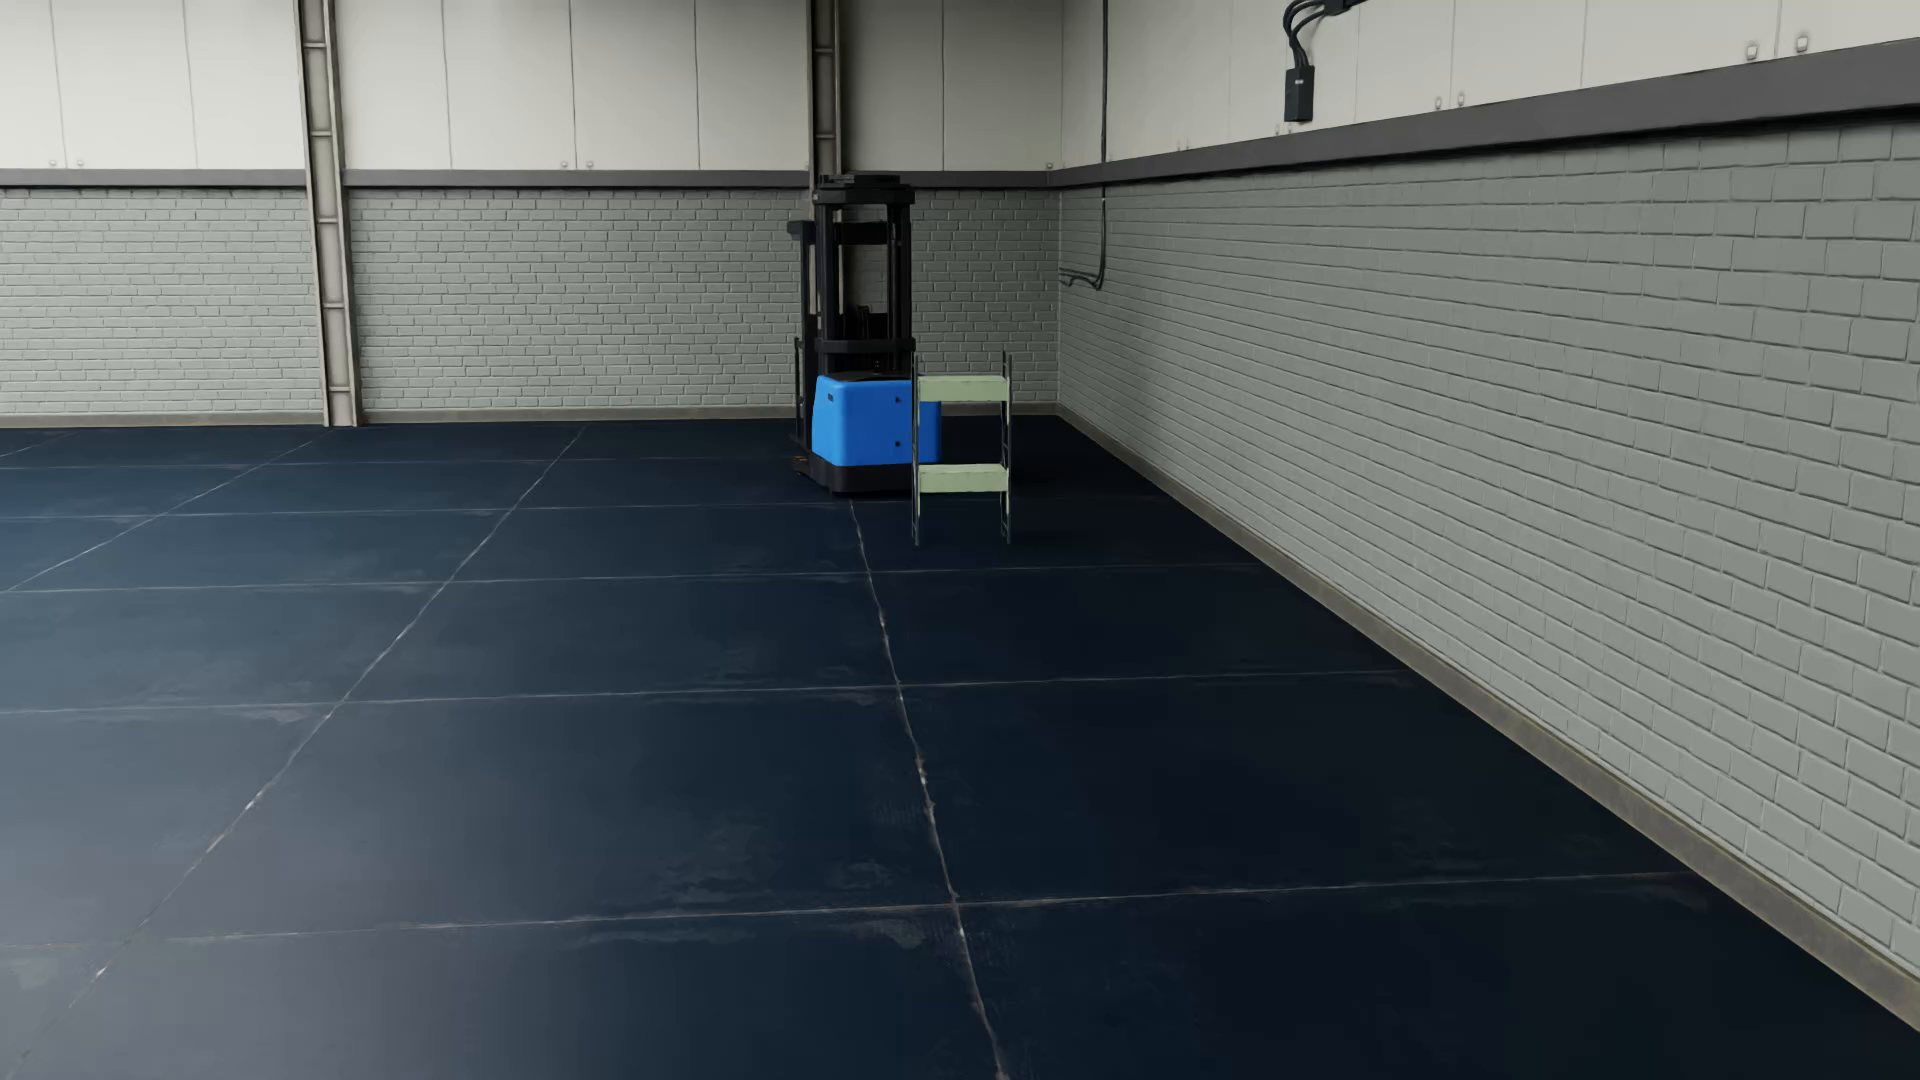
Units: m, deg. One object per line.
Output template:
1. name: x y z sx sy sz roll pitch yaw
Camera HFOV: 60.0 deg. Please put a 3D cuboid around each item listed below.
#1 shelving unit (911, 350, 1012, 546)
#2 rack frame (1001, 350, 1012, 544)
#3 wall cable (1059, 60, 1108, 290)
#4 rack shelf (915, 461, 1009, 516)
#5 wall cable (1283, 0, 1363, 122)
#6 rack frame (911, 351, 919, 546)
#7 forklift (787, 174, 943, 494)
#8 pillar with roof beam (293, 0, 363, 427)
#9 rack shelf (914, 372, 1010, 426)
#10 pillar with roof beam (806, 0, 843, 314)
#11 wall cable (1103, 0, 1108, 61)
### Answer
1. shelving unit: 0.007 -0.736 13.224 0.755 1.500 0.431 -1 11 -6
2. rack frame: 0.371 -0.744 13.263 0.023 1.500 0.400 -1 11 -6
3. wall cable: 1.396 -4.252 19.717 0.112 2.526 3.097 -1 11 -6
4. rack shelf: 0.007 -0.416 13.287 0.720 0.370 0.431 -1 11 -6
5. wall cable: 2.406 -5.623 9.827 0.169 6.003 2.305 -1 11 -6
6. rack frame: -0.357 -0.728 13.185 0.023 1.500 0.400 -1 11 -6
7. forklift: -1.081 -2.107 16.486 1.130 2.935 3.031 -3 12 -17
8. pillar with roof beam: -7.175 -5.017 15.560 0.400 9.000 9.100 -1 11 -6
9. rack shelf: 0.007 -1.119 13.149 0.720 0.370 0.431 -1 11 -6
10. pillar with roof beam: -1.211 -5.142 16.196 0.400 9.000 9.100 -1 11 -6
11. wall cable: 1.688 -6.211 16.591 0.112 2.526 3.097 -1 11 -6
